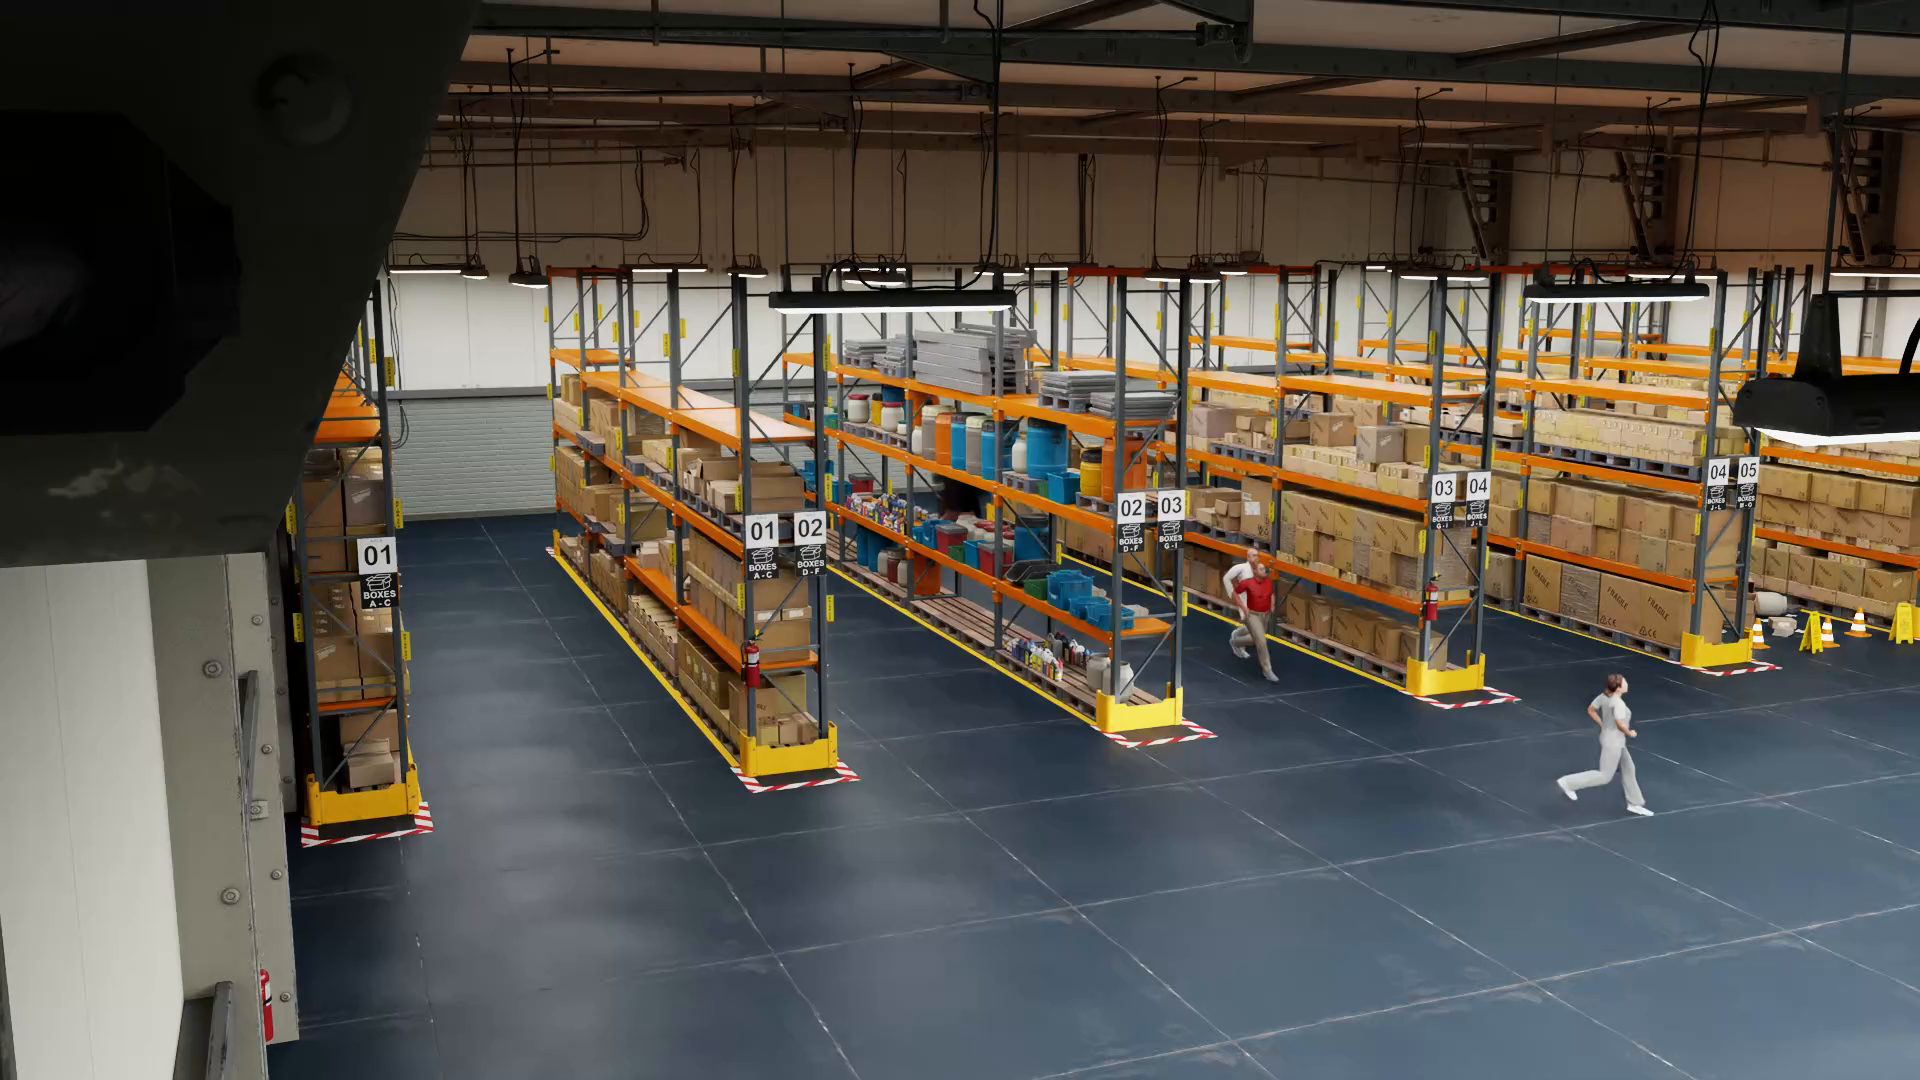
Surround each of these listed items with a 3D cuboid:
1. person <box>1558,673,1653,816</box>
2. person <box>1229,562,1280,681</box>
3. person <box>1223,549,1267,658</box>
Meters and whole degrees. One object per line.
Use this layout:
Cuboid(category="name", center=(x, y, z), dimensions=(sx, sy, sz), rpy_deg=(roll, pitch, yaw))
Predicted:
Cuboid(category="person", center=(7.308, 2.316, 18.713), dimensions=(1.103, 1.661, 0.538), rpy_deg=(1, 10, 5))
Cuboid(category="person", center=(4.461, 1.223, 25.039), dimensions=(0.632, 1.688, 1.103), rpy_deg=(-8, 12, -37))
Cuboid(category="person", center=(4.528, 0.992, 25.946), dimensions=(0.713, 1.735, 0.644), rpy_deg=(-6, 11, -29))
